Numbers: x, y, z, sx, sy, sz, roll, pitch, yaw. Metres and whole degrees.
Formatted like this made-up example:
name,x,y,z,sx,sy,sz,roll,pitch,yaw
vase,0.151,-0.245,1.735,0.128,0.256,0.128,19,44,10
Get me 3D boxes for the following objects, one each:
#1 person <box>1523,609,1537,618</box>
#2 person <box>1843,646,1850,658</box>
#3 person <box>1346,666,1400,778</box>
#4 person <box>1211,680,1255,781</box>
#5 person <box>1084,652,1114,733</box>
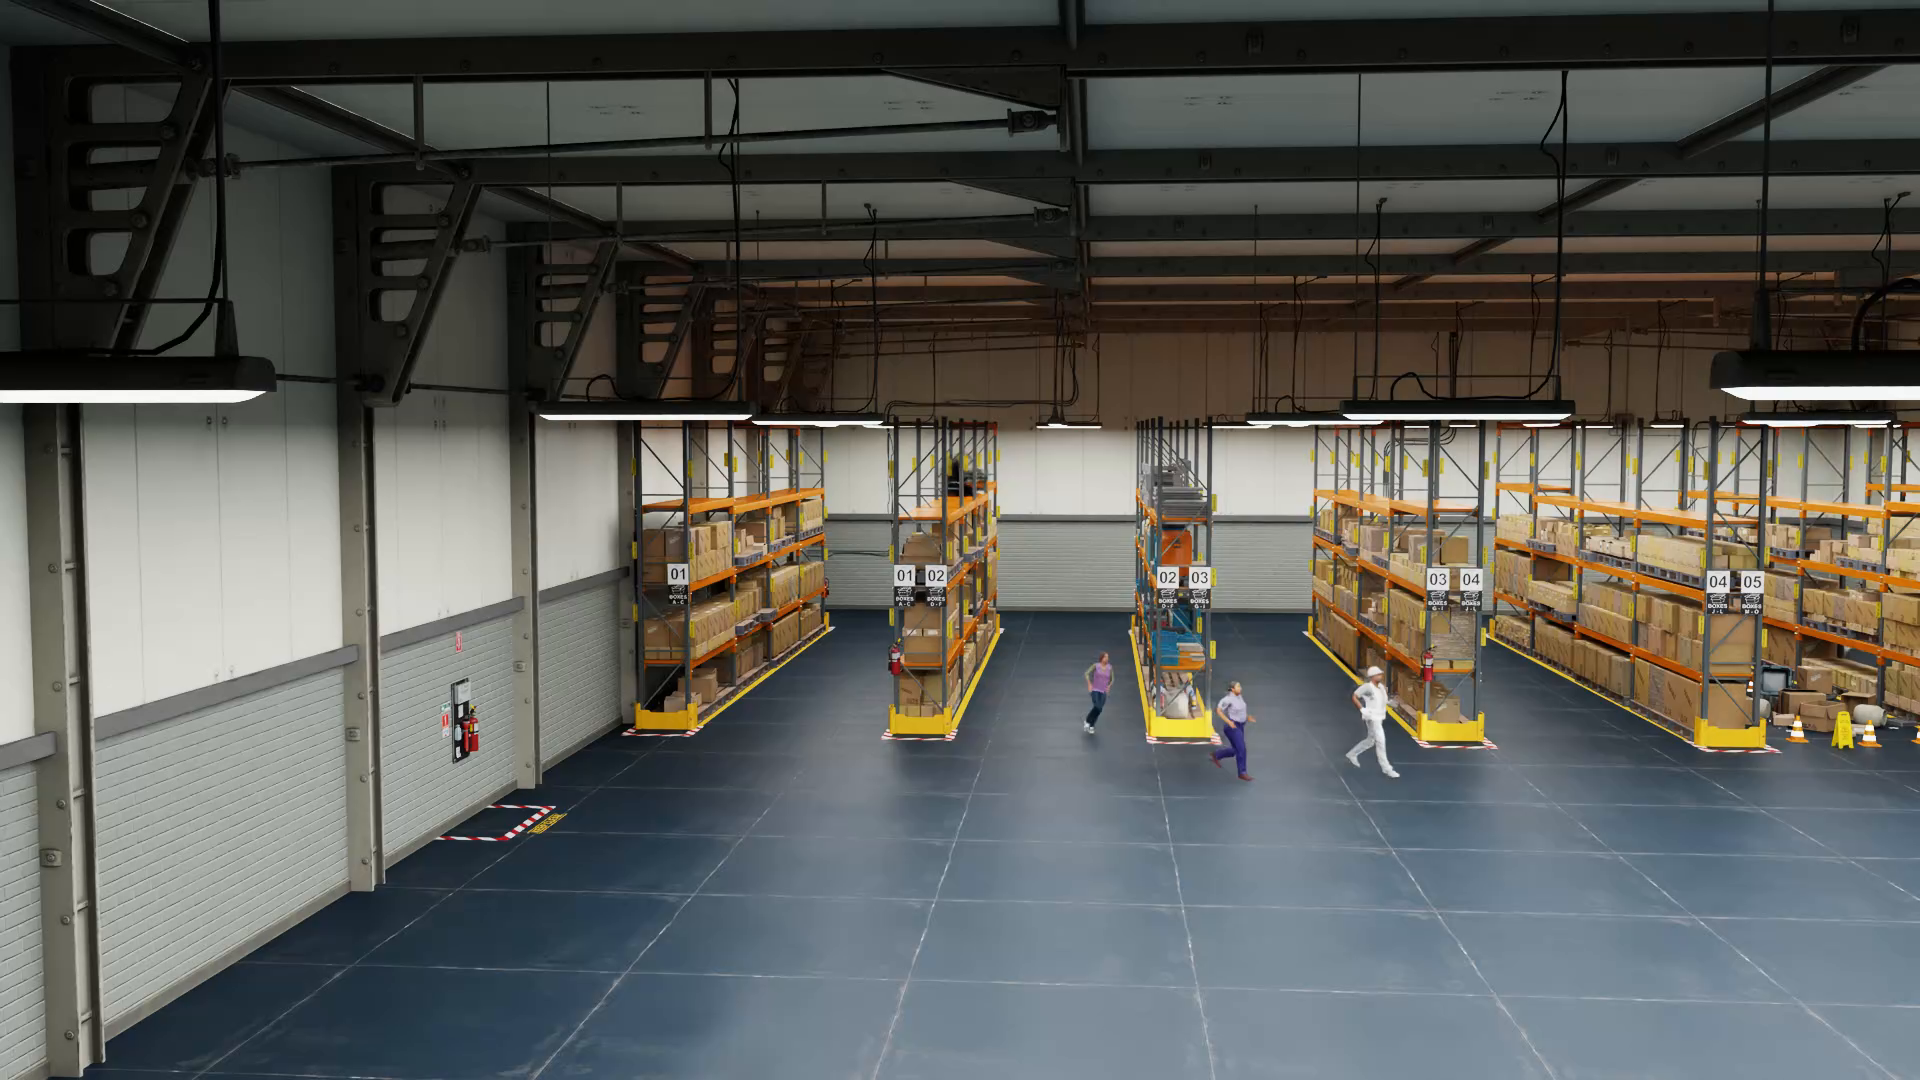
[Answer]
name,x,y,z,sx,sy,sz,roll,pitch,yaw
person,16.161,1.815,47.224,0.594,1.655,0.922,-3,5,-36
person,21.985,2.092,41.545,0.704,1.761,1.049,0,4,-2
person,6.900,3.004,27.736,0.988,1.796,0.679,3,5,36
person,4.494,3.131,27.457,0.830,1.646,0.607,2,4,33
person,2.654,2.899,31.518,0.572,1.525,0.542,-1,4,-16
